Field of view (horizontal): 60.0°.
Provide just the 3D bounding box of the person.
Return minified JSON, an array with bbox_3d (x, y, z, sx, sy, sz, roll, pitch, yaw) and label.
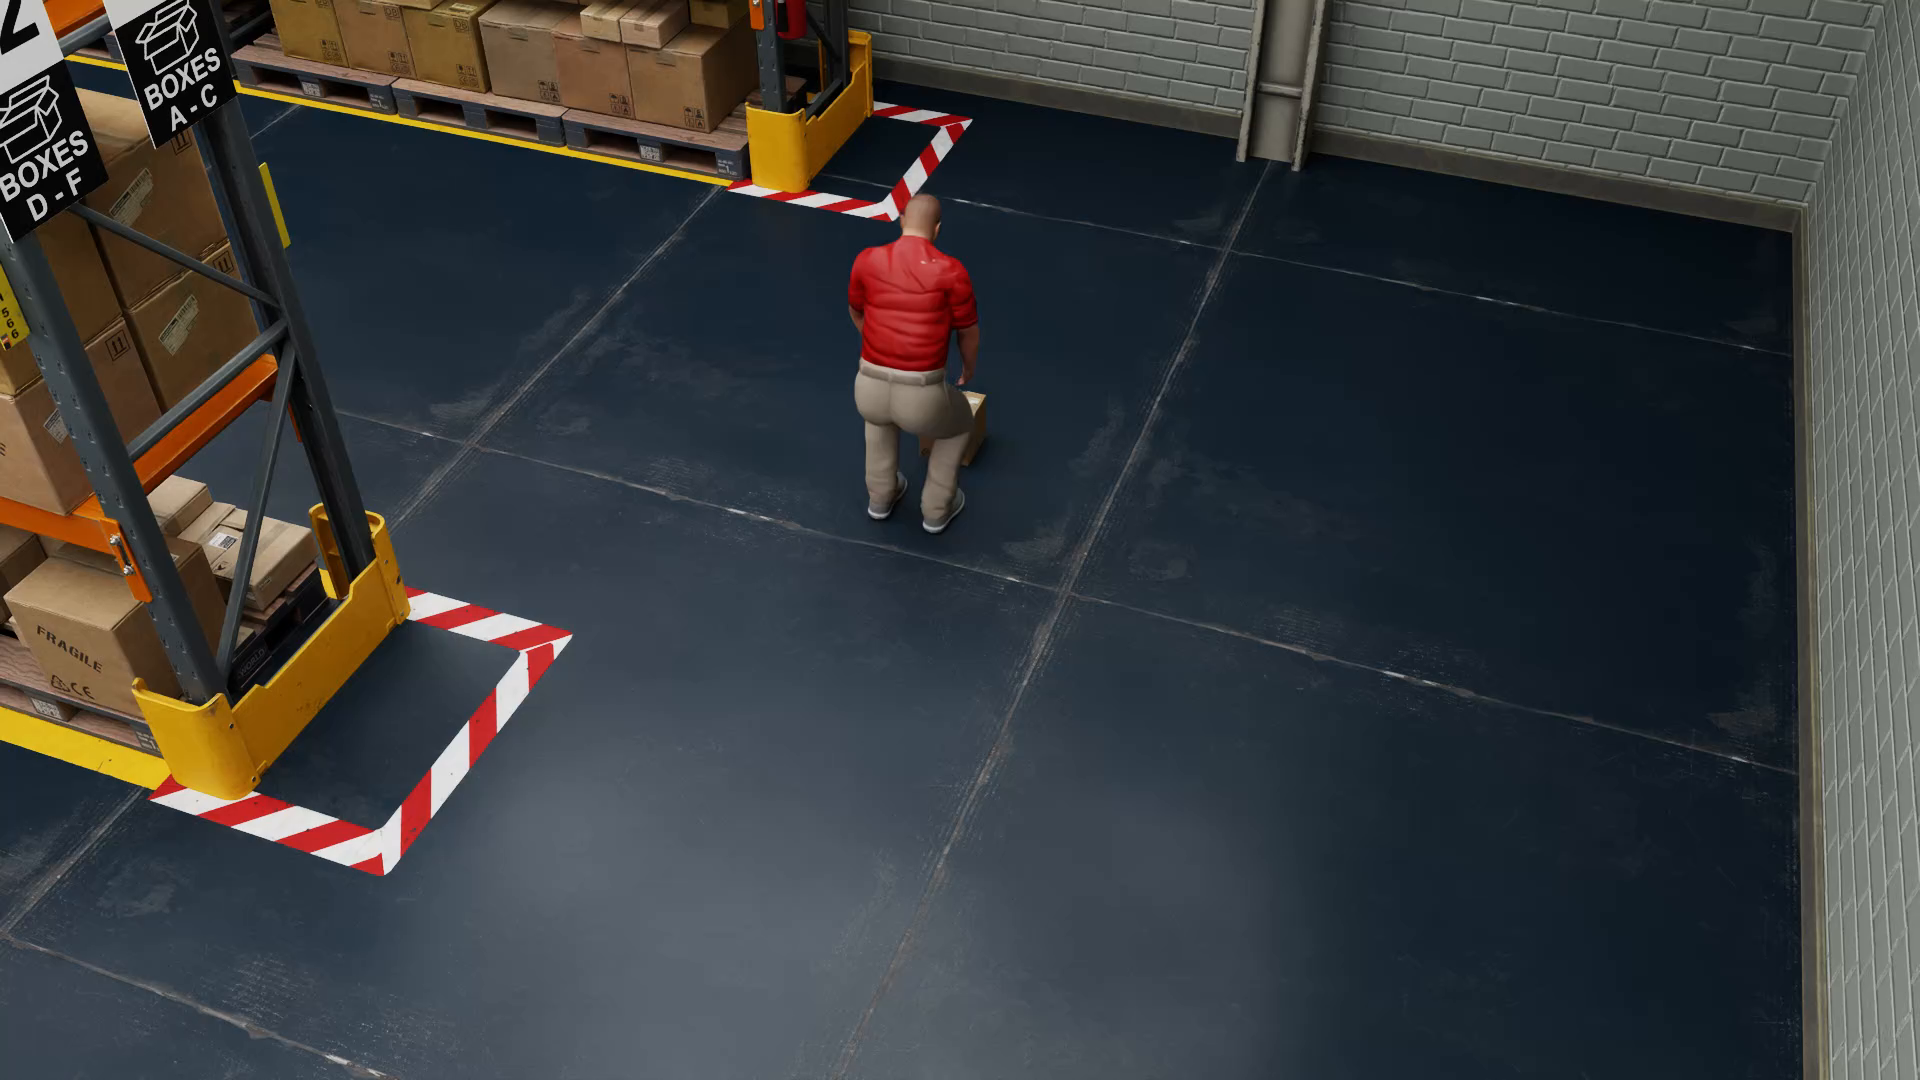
[{"bbox_3d":[-0.221,-0.740,7.228,0.588,1.459,0.621,14,43,15],"label":"person"}]
